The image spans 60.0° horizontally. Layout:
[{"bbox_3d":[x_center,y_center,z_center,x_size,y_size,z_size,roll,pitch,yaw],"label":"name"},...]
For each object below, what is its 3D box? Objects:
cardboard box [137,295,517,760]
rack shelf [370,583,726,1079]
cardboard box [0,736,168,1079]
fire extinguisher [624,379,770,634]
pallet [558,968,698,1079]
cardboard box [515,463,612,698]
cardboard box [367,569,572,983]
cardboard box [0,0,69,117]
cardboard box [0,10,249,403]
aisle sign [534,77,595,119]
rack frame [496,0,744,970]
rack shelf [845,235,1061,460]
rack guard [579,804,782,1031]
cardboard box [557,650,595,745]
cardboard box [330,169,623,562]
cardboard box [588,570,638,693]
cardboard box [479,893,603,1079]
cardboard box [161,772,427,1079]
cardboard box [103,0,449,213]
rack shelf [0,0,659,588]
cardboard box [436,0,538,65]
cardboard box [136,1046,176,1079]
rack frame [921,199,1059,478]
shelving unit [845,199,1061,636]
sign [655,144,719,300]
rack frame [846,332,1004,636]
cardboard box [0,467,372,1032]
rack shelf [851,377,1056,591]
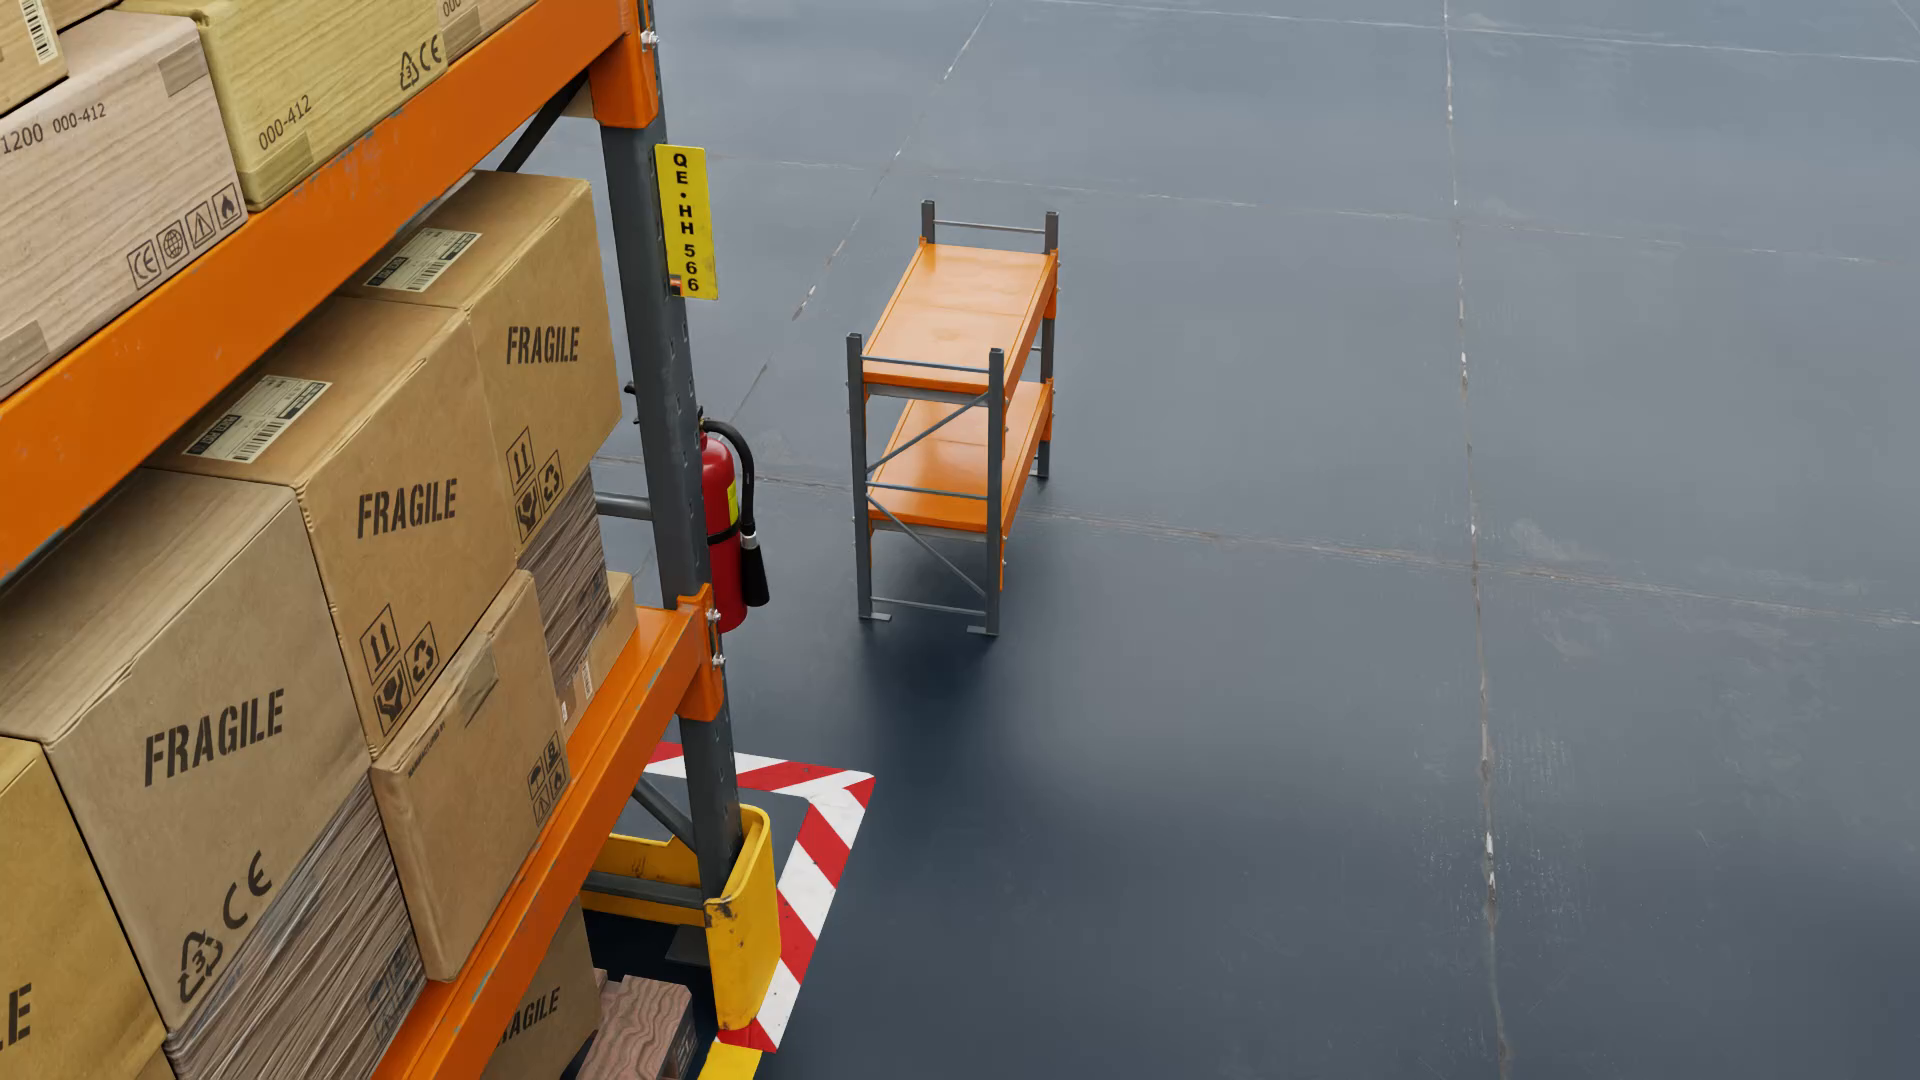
[{"bbox_3d":[-1.057,-0.044,2.564,0.500,0.500,0.500,7,37,10],"label":"cardboard box"},{"bbox_3d":[-1.507,1.326,2.478,1.077,0.370,4.000,7,37,10],"label":"rack shelf"},{"bbox_3d":[-1.281,0.528,1.775,0.500,0.500,0.500,7,37,10],"label":"cardboard box"},{"bbox_3d":[-0.605,-0.089,3.882,0.296,0.674,0.183,7,37,10],"label":"fire extinguisher"},{"bbox_3d":[-1.304,1.522,3.970,1.003,0.211,1.213,7,37,10],"label":"pallet"},{"bbox_3d":[-1.224,0.039,3.302,0.875,0.500,0.500,7,37,10],"label":"cardboard box"},{"bbox_3d":[-1.213,0.340,2.885,0.875,0.500,0.500,7,37,10],"label":"cardboard box"},{"bbox_3d":[-1.119,-0.484,1.594,0.380,0.149,0.250,6,36,8],"label":"cardboard box"},{"bbox_3d":[-1.156,-0.378,1.788,0.500,0.250,0.500,8,37,11],"label":"cardboard box"},{"bbox_3d":[-0.773,-1.163,3.083,0.394,0.787,0.004,7,37,10],"label":"aisle sign"},{"bbox_3d":[-1.079,-0.112,3.849,1.000,3.000,0.127,7,37,10],"label":"rack frame"},{"bbox_3d":[-0.001,-0.689,5.743,0.538,0.278,1.000,7,37,10],"label":"rack shelf"},{"bbox_3d":[-1.096,0.944,4.522,1.175,0.500,0.348,7,37,10],"label":"rack guard"},{"bbox_3d":[-0.993,0.322,3.464,0.380,0.149,0.250,7,37,10],"label":"cardboard box"},{"bbox_3d":[-0.955,-0.332,2.961,0.500,0.500,0.500,7,37,10],"label":"cardboard box"},{"bbox_3d":[-0.939,0.179,3.661,0.380,0.149,0.250,7,37,10],"label":"cardboard box"},{"bbox_3d":[-1.229,1.086,3.968,0.500,0.500,0.500,14,38,19],"label":"cardboard box"},{"bbox_3d":[-1.362,0.622,2.497,0.875,0.500,0.500,7,37,10],"label":"cardboard box"},{"bbox_3d":[-1.038,-0.671,2.192,0.500,0.250,0.500,8,37,10],"label":"cardboard box"},{"bbox_3d":[-1.507,0.111,1.598,1.077,0.370,4.000,7,37,10],"label":"rack shelf"},{"bbox_3d":[-0.934,-0.958,2.587,0.500,0.250,0.500,8,37,11],"label":"cardboard box"},{"bbox_3d":[-1.481,0.907,2.104,0.875,0.500,0.500,7,37,10],"label":"cardboard box"},{"bbox_3d":[0.107,-0.743,6.317,0.500,1.125,0.032,7,37,10],"label":"rack frame"},{"bbox_3d":[-0.001,-0.452,5.915,0.538,1.125,1.048,7,37,10],"label":"shelving unit"},{"bbox_3d":[-0.541,-0.628,3.304,0.100,0.325,0.005,7,37,10],"label":"sign"},{"bbox_3d":[-0.110,-0.160,5.512,0.500,1.125,0.032,7,37,10],"label":"rack frame"},{"bbox_3d":[-1.166,0.242,2.169,0.500,0.500,0.500,7,37,10],"label":"cardboard box"},{"bbox_3d":[-0.001,-0.254,6.058,0.538,0.278,1.000,7,37,10],"label":"rack shelf"}]
